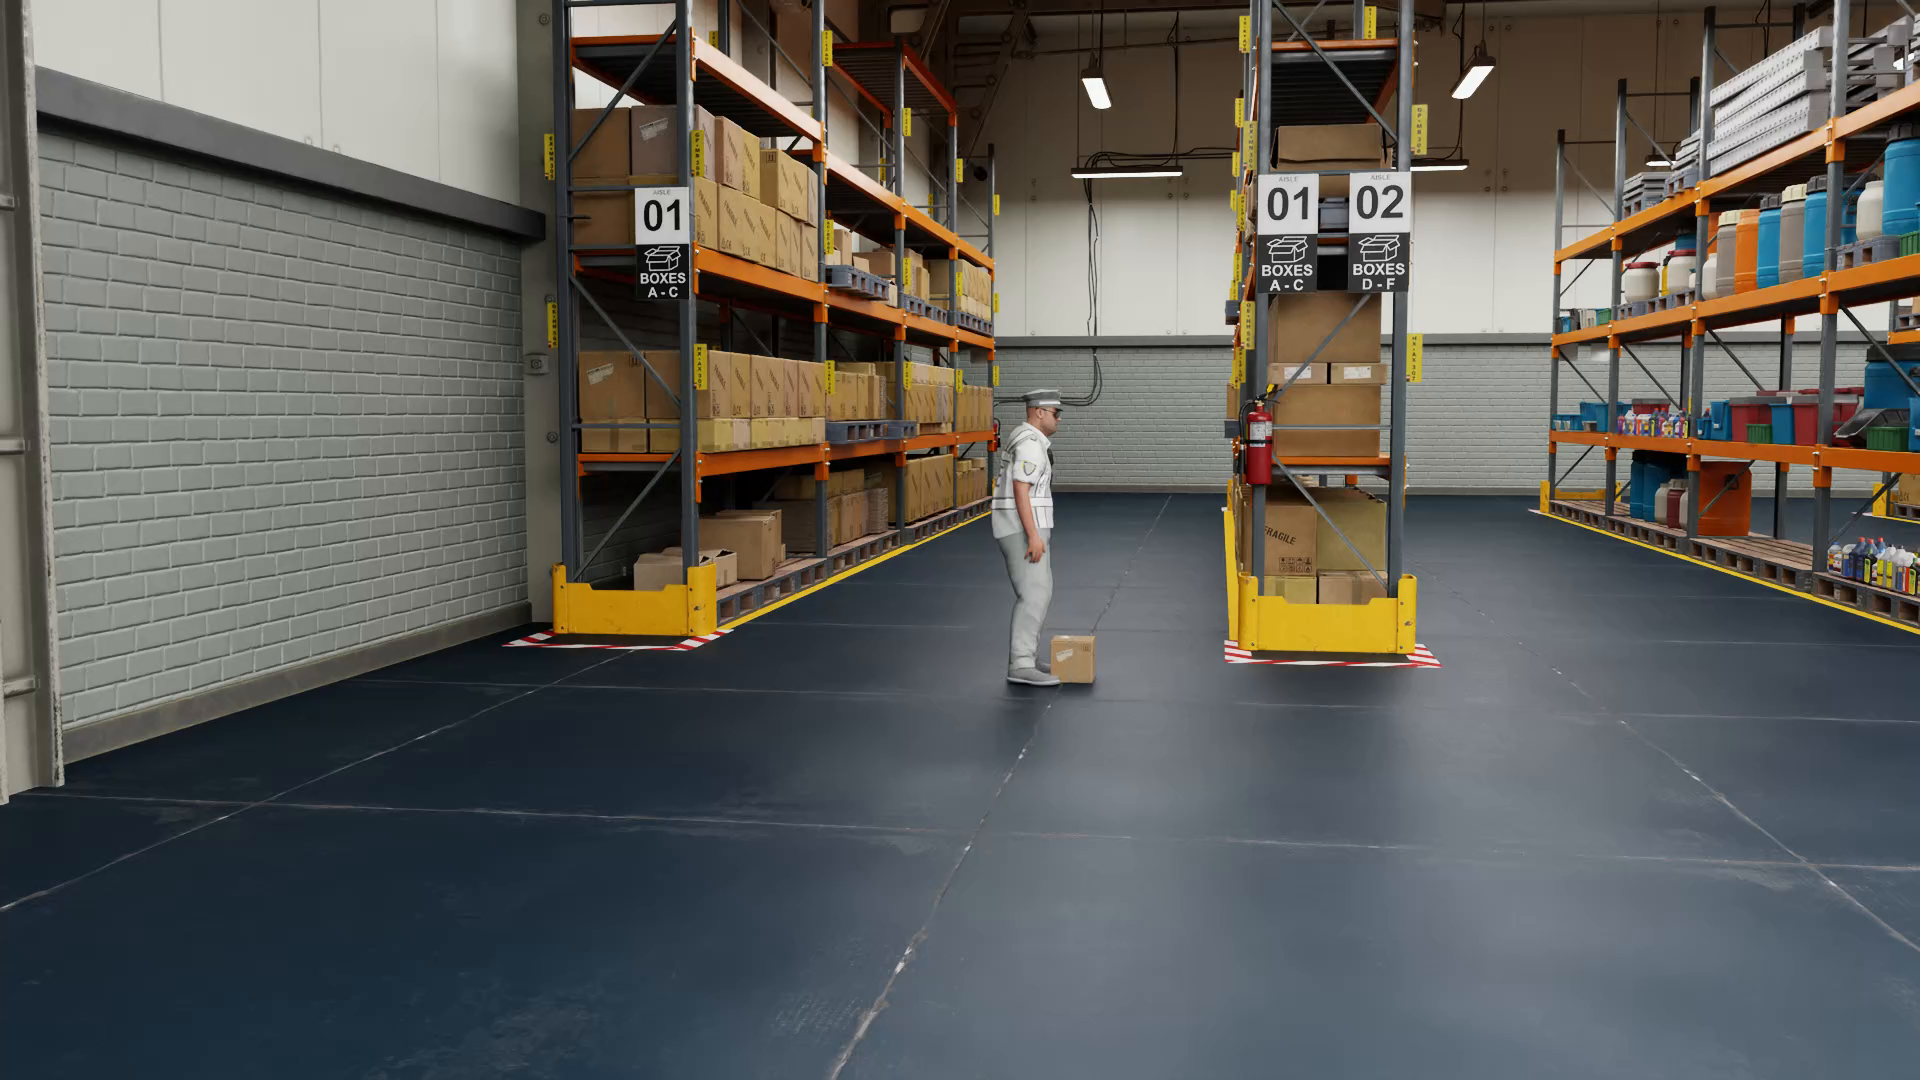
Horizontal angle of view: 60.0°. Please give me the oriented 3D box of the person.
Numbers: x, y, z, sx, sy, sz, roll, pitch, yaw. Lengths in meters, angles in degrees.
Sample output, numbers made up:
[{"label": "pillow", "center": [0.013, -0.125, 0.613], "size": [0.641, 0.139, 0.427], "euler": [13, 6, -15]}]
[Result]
[{"label": "person", "center": [0.407, -0.032, 10.011], "size": [0.437, 1.747, 0.604], "euler": [0, 4, 5]}]
